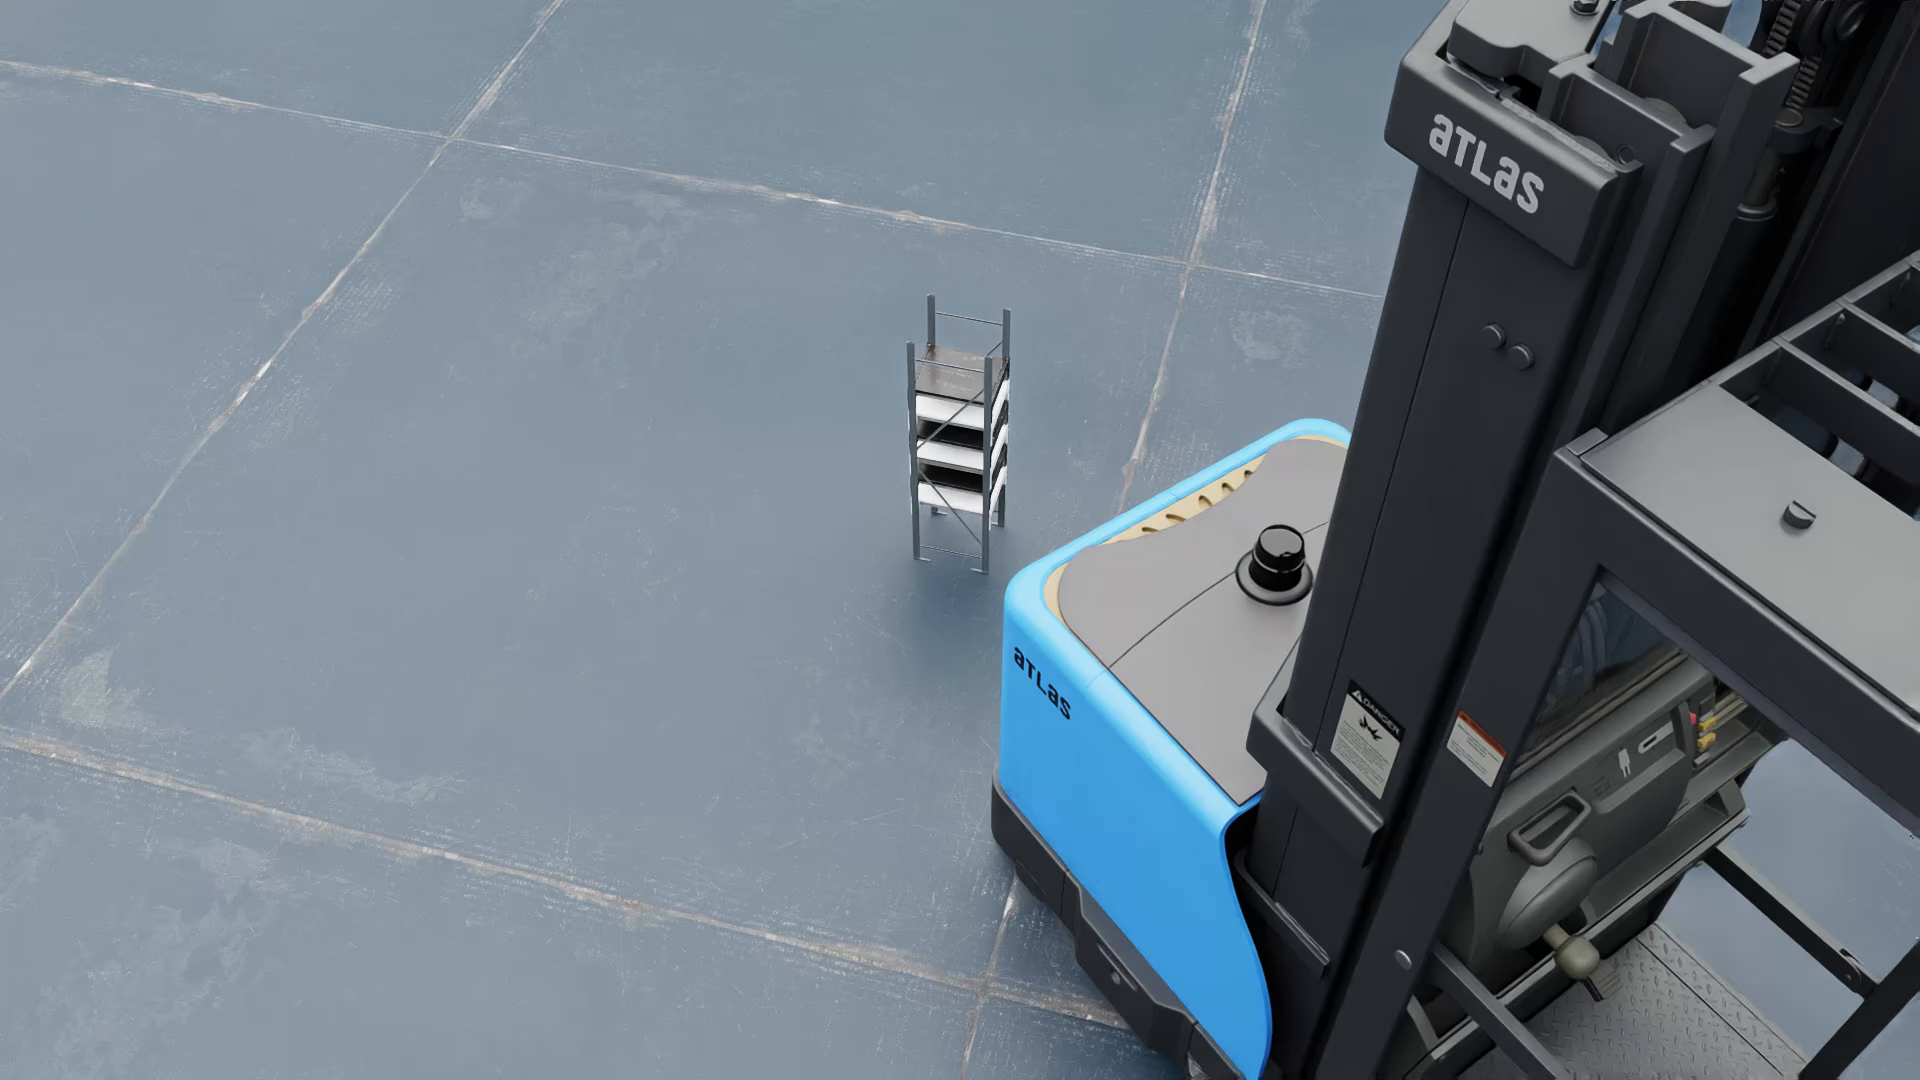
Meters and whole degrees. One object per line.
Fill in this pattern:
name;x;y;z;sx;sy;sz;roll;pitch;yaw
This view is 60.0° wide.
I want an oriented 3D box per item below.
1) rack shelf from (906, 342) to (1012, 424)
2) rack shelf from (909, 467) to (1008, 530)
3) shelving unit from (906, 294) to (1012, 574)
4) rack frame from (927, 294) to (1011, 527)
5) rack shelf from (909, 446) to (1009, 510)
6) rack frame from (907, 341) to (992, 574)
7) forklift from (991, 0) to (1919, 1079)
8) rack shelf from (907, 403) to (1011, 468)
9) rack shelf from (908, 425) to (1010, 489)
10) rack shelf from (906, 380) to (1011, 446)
rack shelf;-0.002;-0.449;4.730;0.258;0.077;0.200;12;50;10
rack shelf;-0.002;-0.151;5.067;0.258;0.077;0.200;12;50;10
shelving unit;-0.002;-0.292;4.907;0.258;0.900;0.210;12;50;10
rack frame;0.025;-0.365;4.972;0.240;0.900;0.006;12;50;10
rack shelf;-0.002;-0.210;5.000;0.258;0.077;0.200;12;50;10
rack frame;-0.029;-0.218;4.843;0.240;0.900;0.006;12;50;10
forklift;1.342;0.527;2.830;1.130;2.935;3.031;-28;54;-22
rack shelf;-0.002;-0.329;4.865;0.258;0.077;0.200;12;50;10
rack shelf;-0.002;-0.270;4.932;0.258;0.077;0.200;12;50;10
rack shelf;-0.002;-0.389;4.797;0.258;0.077;0.200;12;50;10
